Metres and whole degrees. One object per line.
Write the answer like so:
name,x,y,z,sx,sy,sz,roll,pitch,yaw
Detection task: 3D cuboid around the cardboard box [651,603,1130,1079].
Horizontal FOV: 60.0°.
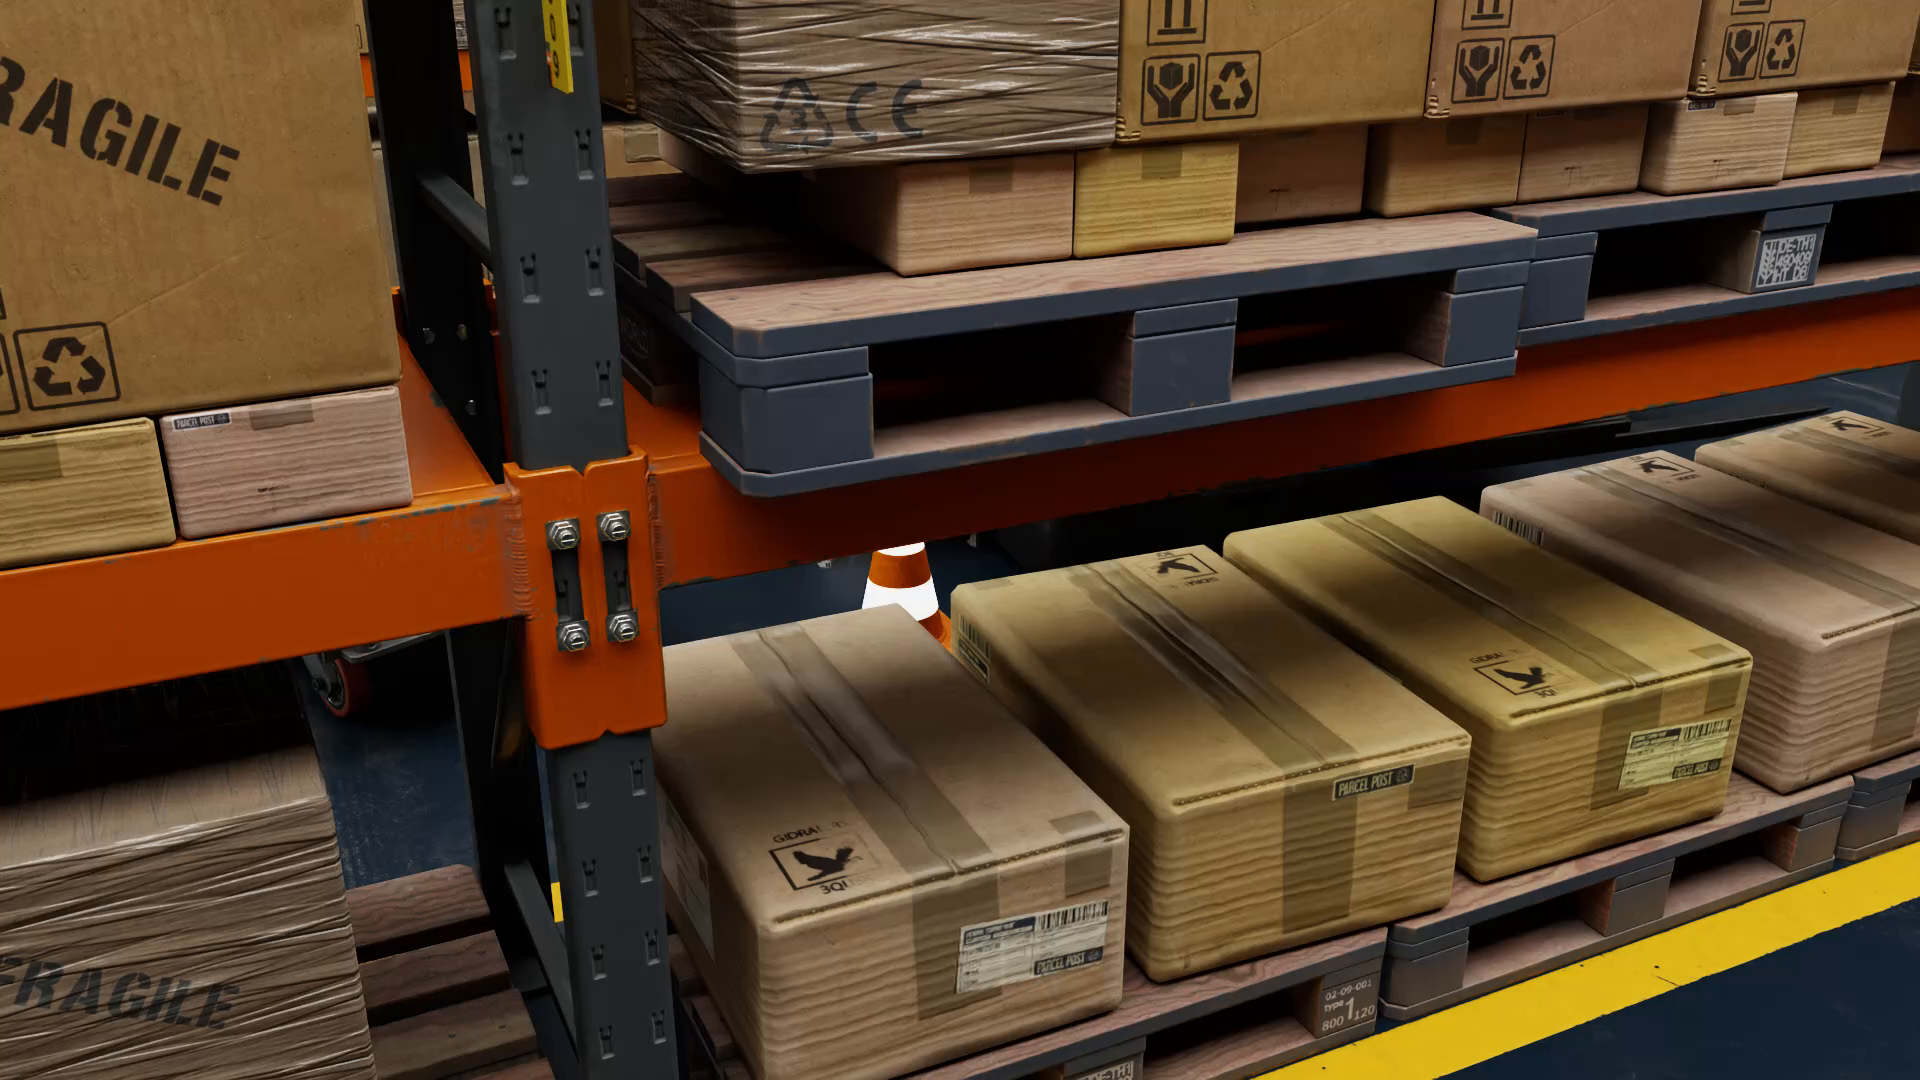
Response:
cardboard box,-0.204,0.506,2.991,0.625,0.372,0.950,-10,25,-23

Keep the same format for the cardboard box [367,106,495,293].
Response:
cardboard box,-2.393,-1.403,7.111,0.750,0.750,1.050,-11,25,-24

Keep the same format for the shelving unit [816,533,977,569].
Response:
shelving unit,-0.225,-0.542,4.990,0.503,1.200,0.258,-8,24,-18

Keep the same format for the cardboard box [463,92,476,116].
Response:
cardboard box,-3.469,-3.149,11.629,0.500,0.500,0.700,-13,26,-28

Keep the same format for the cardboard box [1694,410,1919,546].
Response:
cardboard box,2.415,0.021,4.164,0.625,0.372,0.950,-12,25,-27

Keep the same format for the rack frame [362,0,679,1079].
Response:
rack frame,-0.676,-0.426,2.357,0.127,3.000,1.000,-10,25,-24

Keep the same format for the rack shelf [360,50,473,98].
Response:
rack shelf,-1.112,-2.114,7.376,4.000,0.370,1.077,-10,25,-24

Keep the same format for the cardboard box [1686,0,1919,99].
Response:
cardboard box,1.232,-1.032,2.752,0.500,0.500,0.500,-12,25,-26

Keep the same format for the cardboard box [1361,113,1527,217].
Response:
cardboard box,0.660,-0.627,2.621,0.250,0.149,0.380,-10,25,-23

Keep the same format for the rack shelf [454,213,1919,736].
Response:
rack shelf,1.126,-0.425,3.296,4.000,0.370,1.077,-10,25,-24

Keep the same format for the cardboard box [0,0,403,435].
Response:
cardboard box,-0.968,-0.450,1.896,0.500,0.500,0.500,-11,25,-25

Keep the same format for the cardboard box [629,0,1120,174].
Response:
cardboard box,-0.129,-0.782,2.150,0.500,0.500,0.500,-10,24,-22

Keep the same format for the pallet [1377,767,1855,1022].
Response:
pallet,1.126,0.529,3.696,1.213,0.211,1.003,-10,25,-24

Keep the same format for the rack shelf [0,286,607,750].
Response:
rack shelf,-2.478,0.238,1.693,4.000,0.370,1.077,-10,25,-24

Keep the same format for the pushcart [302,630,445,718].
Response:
pushcart,-1.710,0.008,4.736,1.648,0.377,0.936,20,30,40

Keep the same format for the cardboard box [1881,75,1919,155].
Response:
cardboard box,1.564,-0.817,3.082,0.250,0.149,0.380,-10,25,-23

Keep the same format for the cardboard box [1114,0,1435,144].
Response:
cardboard box,0.322,-0.866,2.351,0.500,0.500,0.500,-10,25,-23

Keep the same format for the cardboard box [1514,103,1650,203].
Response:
cardboard box,0.884,-0.667,2.719,0.250,0.149,0.380,-10,25,-23

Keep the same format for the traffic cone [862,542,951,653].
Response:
traffic cone,-0.166,0.058,4.504,0.334,0.463,0.336,-10,25,-24

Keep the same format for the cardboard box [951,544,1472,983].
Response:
cardboard box,0.442,0.386,3.282,0.625,0.372,0.950,-9,24,-20

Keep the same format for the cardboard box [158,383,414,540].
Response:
cardboard box,-0.833,-0.151,2.022,0.250,0.149,0.380,-11,25,-24

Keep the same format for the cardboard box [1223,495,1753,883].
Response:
cardboard box,1.068,0.270,3.562,0.625,0.372,0.950,-10,24,-22

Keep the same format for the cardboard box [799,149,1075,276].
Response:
cardboard box,-0.041,-0.487,2.283,0.250,0.149,0.380,-10,25,-23

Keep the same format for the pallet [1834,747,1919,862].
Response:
pallet,2.224,0.328,4.181,1.213,0.211,1.003,-10,25,-24

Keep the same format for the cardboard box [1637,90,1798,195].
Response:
cardboard box,1.146,-0.693,2.782,0.250,0.149,0.380,-9,24,-22

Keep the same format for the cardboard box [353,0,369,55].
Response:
cardboard box,-2.323,-2.156,6.405,0.500,0.500,0.500,-10,25,-23

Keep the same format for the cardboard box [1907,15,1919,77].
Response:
cardboard box,1.724,-1.122,2.970,0.500,0.500,0.500,-12,25,-27

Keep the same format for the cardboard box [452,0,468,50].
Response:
cardboard box,-1.868,-2.240,6.608,0.500,0.500,0.500,-10,25,-23

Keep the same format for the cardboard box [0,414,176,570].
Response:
cardboard box,-1.055,-0.108,1.917,0.250,0.149,0.380,-10,24,-22

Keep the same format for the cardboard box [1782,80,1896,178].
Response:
cardboard box,1.373,-0.747,2.913,0.250,0.149,0.380,-11,25,-25

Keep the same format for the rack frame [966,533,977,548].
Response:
rack frame,0.004,-0.573,5.066,0.015,1.200,0.240,-8,24,-18

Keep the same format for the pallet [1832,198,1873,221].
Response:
pallet,2.333,-0.846,3.622,1.003,0.211,1.213,-10,25,-24

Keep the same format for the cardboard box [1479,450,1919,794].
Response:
cardboard box,1.754,0.146,3.861,0.625,0.372,0.950,-11,25,-25

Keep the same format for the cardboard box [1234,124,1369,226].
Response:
cardboard box,0.410,-0.598,2.553,0.250,0.149,0.380,-9,24,-20

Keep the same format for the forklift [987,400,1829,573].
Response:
forklift,1.487,-1.532,5.119,3.031,2.935,1.130,-8,24,-18

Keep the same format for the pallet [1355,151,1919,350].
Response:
pallet,1.163,-0.658,3.169,1.213,0.211,1.003,-10,25,-24

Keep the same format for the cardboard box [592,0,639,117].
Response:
cardboard box,-0.359,-0.959,2.577,0.500,0.500,0.500,-11,25,-25

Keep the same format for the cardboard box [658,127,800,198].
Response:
cardboard box,-0.332,-0.684,2.760,0.250,0.149,0.380,-10,25,-23

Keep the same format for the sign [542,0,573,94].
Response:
sign,-0.434,-0.640,1.742,0.005,0.325,0.100,-10,25,-24

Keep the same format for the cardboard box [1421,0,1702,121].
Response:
cardboard box,0.774,-0.943,2.537,0.500,0.500,0.500,-11,25,-24

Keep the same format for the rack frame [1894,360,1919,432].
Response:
rack frame,2.928,-1.089,3.960,0.127,3.000,1.000,-10,25,-24

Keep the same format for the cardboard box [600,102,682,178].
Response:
cardboard box,-1.522,-1.562,7.494,0.750,0.750,1.050,-10,25,-24

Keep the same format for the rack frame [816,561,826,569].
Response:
rack frame,-0.455,-0.510,4.913,0.015,1.200,0.240,-8,24,-18

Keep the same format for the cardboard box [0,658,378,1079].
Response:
cardboard box,-1.092,0.495,2.198,0.500,0.500,0.500,-11,25,-24

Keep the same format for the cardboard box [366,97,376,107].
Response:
cardboard box,-3.973,-3.056,11.405,0.500,0.500,0.700,-11,25,-24

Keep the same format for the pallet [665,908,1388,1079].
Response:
pallet,0.025,0.733,3.203,1.213,0.211,1.003,-10,25,-24

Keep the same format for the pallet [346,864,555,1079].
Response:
pallet,-1.266,0.986,2.592,1.213,0.211,1.003,-10,25,-24

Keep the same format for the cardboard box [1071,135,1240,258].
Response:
cardboard box,0.188,-0.525,2.376,0.250,0.149,0.380,-10,24,-23

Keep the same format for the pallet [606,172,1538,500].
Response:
pallet,0.076,-0.414,2.579,1.213,0.211,1.003,-10,25,-24
